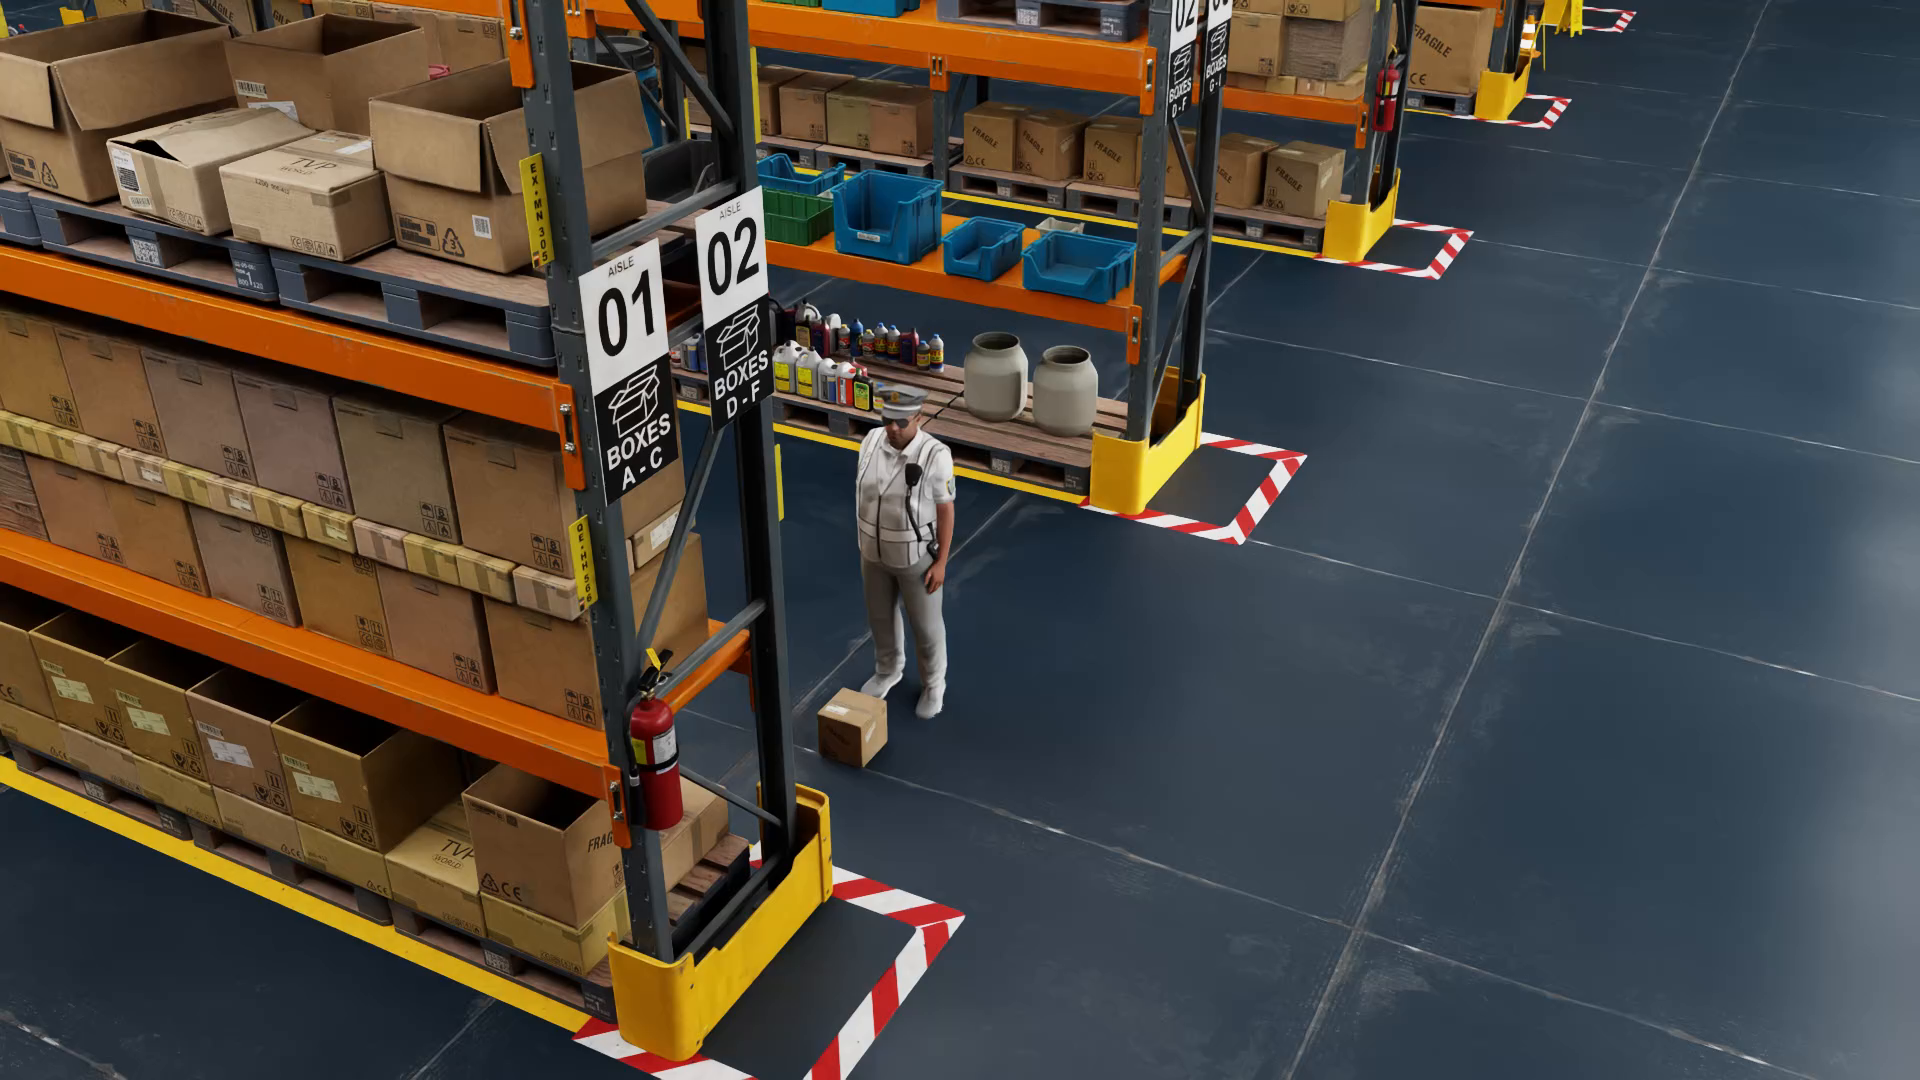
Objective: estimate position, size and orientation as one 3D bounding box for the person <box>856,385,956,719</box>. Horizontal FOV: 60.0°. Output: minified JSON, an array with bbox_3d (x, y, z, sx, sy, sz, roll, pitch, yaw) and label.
[{"bbox_3d":[-0.284,0.060,8.192,0.528,1.786,0.394,15,33,25],"label":"person"}]
